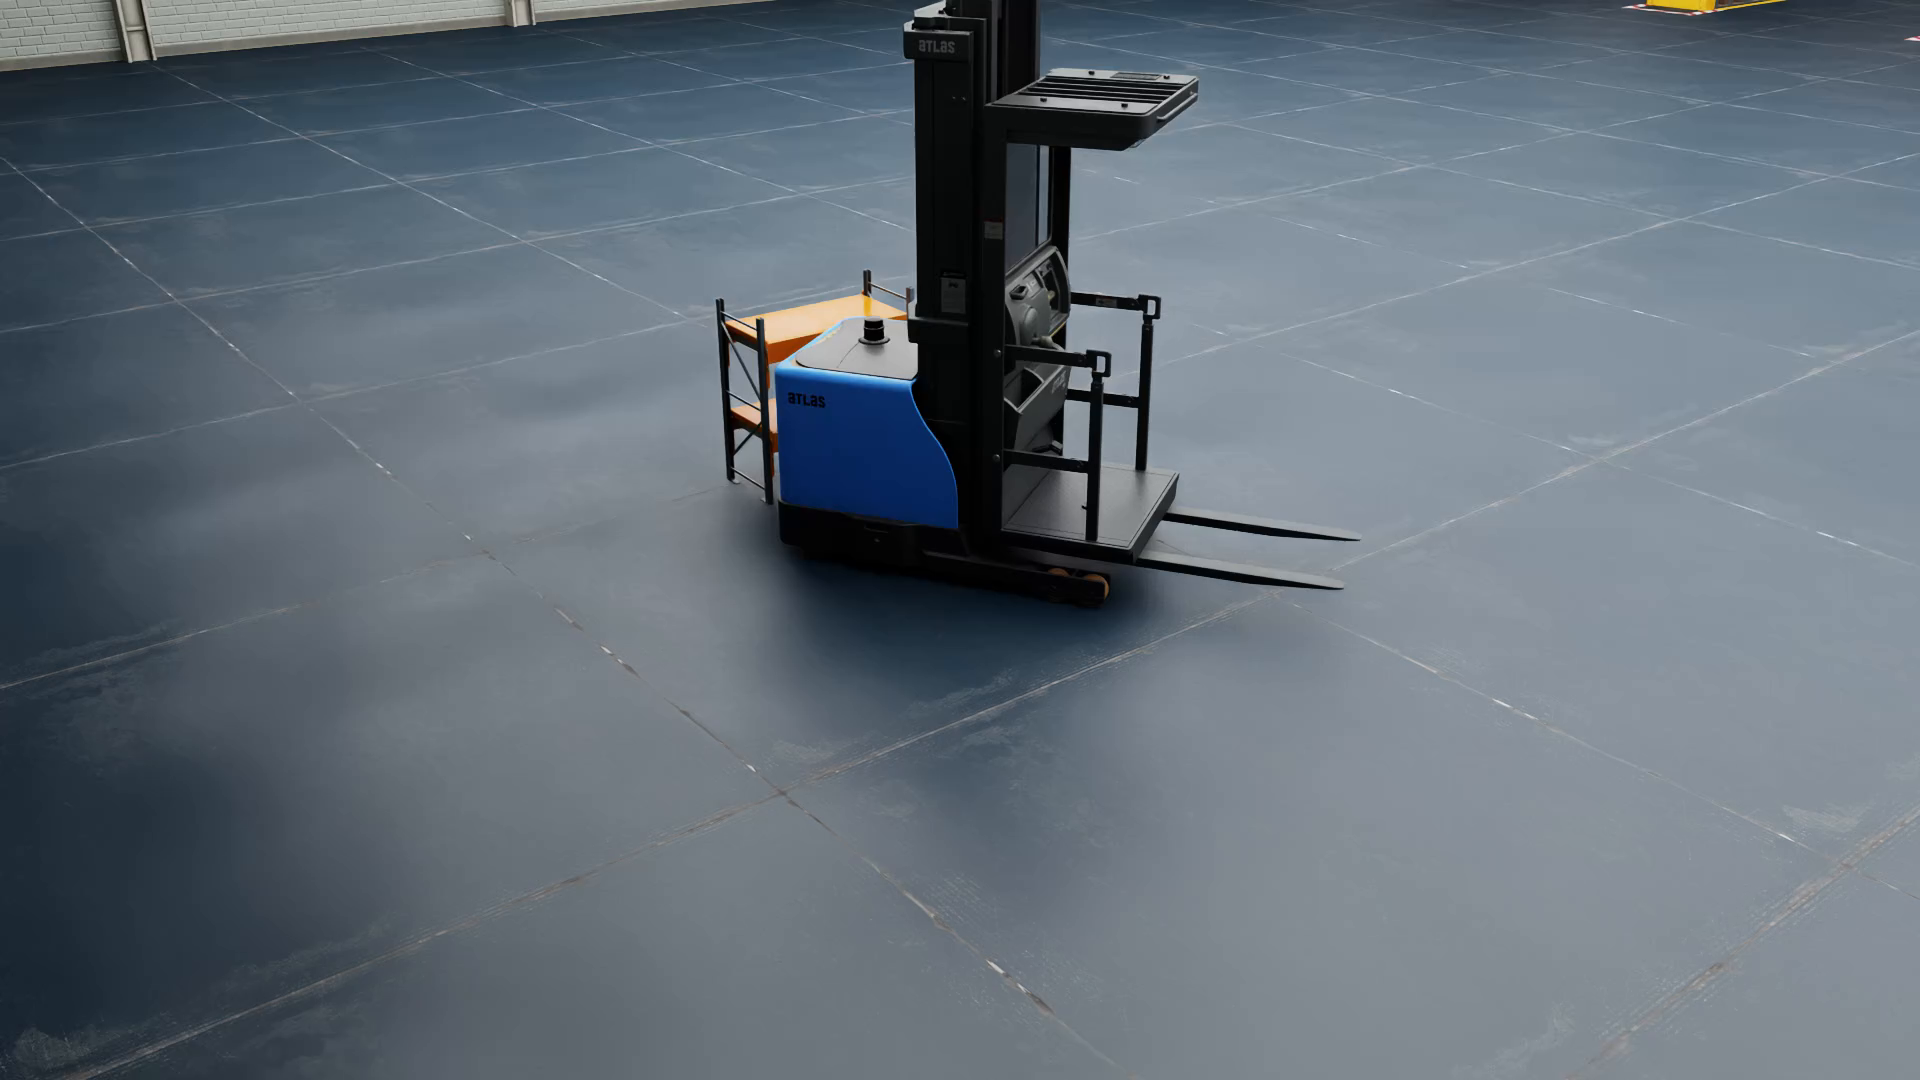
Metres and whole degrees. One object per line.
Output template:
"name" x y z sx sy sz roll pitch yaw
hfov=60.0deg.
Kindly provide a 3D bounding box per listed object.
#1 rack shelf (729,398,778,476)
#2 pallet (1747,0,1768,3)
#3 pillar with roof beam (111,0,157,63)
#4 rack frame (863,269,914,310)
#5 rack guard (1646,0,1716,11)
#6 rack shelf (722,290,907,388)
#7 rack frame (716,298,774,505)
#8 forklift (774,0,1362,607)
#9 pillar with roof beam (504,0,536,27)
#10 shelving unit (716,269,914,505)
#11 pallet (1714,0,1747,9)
"rack shelf" -0.838 -0.705 10.014 1.000 0.278 0.538 -17 30 -33
"pallet" 14.546 -10.206 30.991 1.213 0.211 1.003 -18 31 -34
"pillar with roof beam" -9.412 -9.723 19.510 0.400 9.000 9.100 -18 31 -34
"rack frame" -0.430 -1.054 10.185 0.032 1.125 0.500 -17 30 -33
"rack guard" 12.944 -9.813 29.800 0.348 0.500 1.175 -18 31 -34
"rack shelf" -0.838 -1.192 9.788 1.000 0.278 0.538 -17 30 -33
"rack frame" -1.247 -0.800 9.636 0.032 1.125 0.500 -17 30 -33
"forklift" 0.586 -1.239 8.438 3.031 2.935 1.130 9 26 18
"pillar with roof beam" -4.691 -11.281 22.868 0.400 9.000 9.100 -18 31 -34
"shelving unit" -0.838 -0.927 9.911 1.048 1.125 0.538 -17 30 -33
"pallet" 13.587 -9.891 30.312 1.213 0.211 1.003 -18 31 -34
